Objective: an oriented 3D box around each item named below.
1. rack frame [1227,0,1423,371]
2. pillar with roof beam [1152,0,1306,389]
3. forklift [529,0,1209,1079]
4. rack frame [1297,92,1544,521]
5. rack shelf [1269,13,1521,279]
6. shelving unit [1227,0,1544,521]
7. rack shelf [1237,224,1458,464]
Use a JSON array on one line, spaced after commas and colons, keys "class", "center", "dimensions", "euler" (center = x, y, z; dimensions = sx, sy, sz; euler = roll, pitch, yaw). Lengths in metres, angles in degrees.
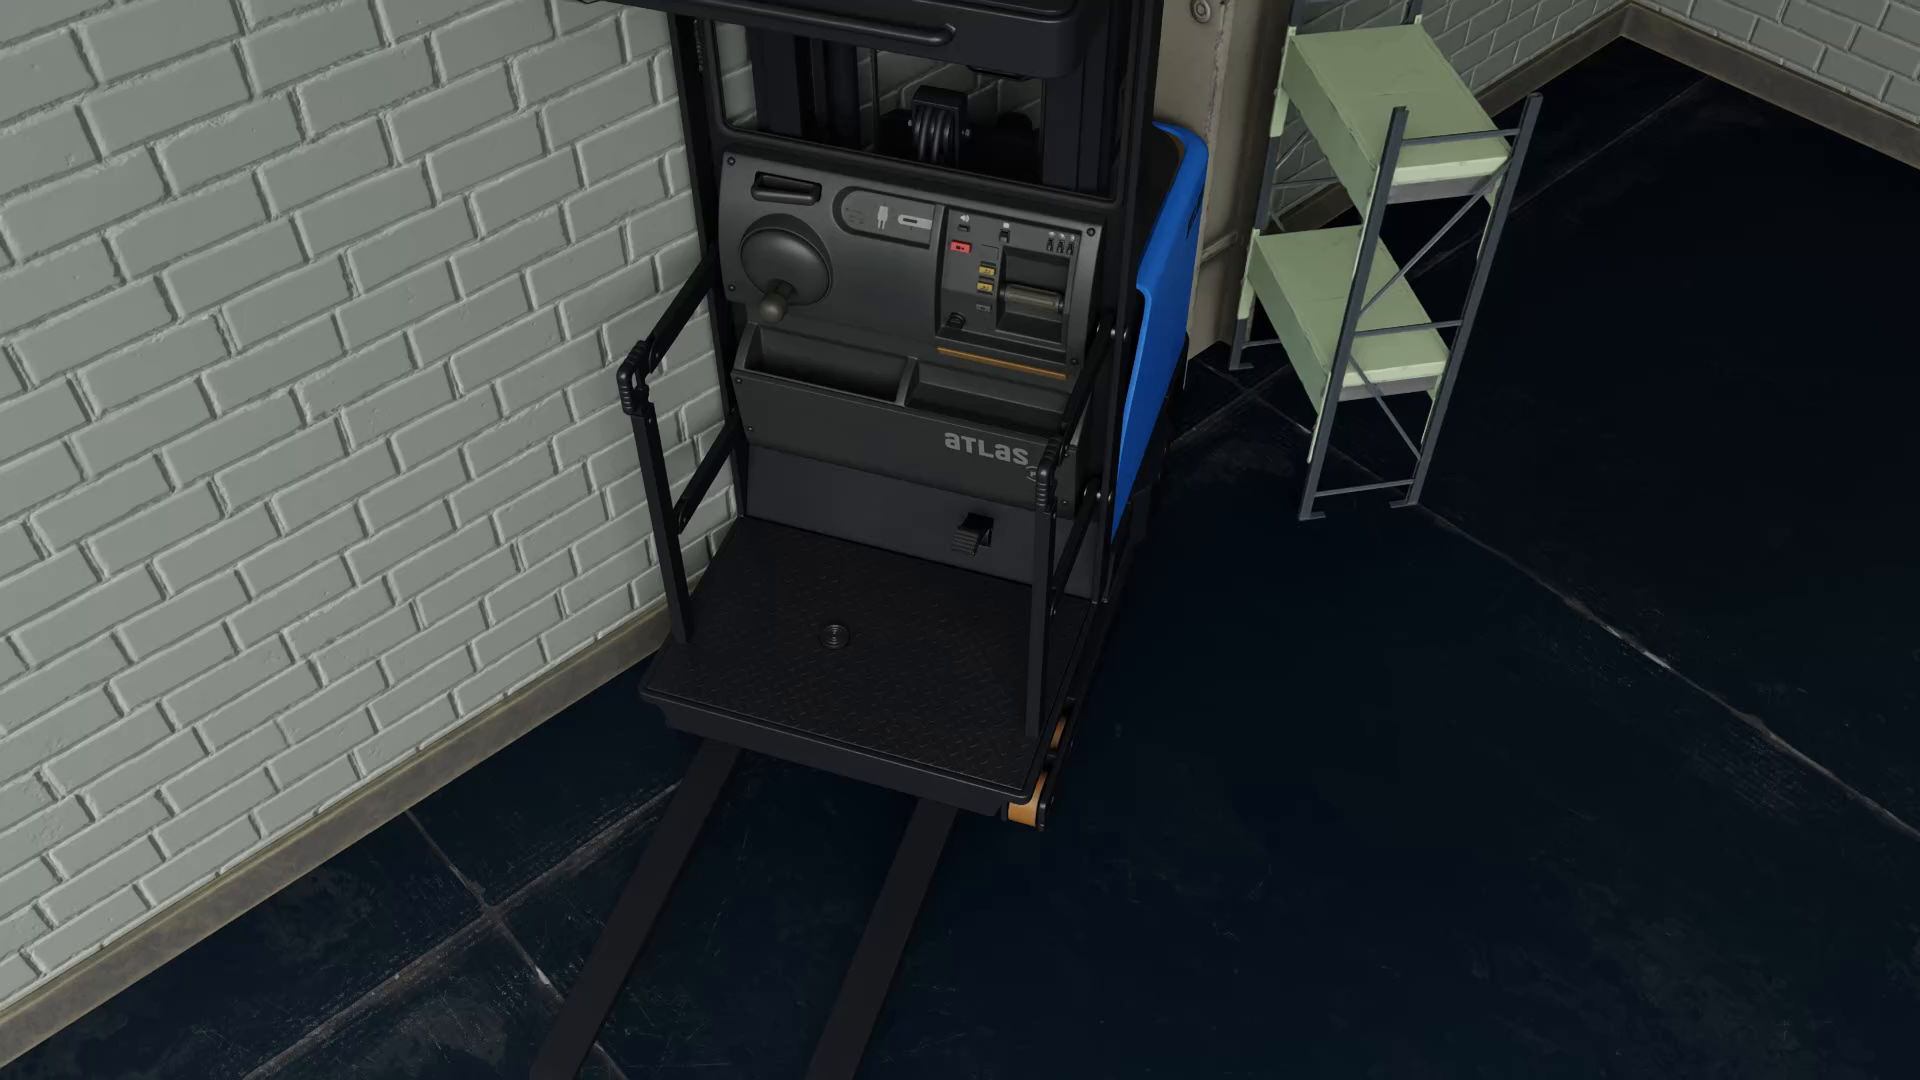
[{"class": "rack frame", "center": [1.141, -1.133, 5.270], "dimensions": [0.400, 1.500, 0.023], "euler": [-8, 48, -8]}, {"class": "pillar with roof beam", "center": [3.674, -1.390, 0.410], "dimensions": [0.400, 9.000, 9.100], "euler": [-34, 56, -27]}, {"class": "forklift", "center": [-0.195, -0.559, 3.772], "dimensions": [1.130, 2.935, 3.031], "euler": [14, 49, 12]}, {"class": "rack frame", "center": [1.285, -0.605, 4.783], "dimensions": [0.400, 1.500, 0.023], "euler": [-8, 48, -8]}, {"class": "rack shelf", "center": [1.218, -1.134, 4.740], "dimensions": [0.431, 0.370, 0.720], "euler": [-8, 48, -8]}, {"class": "shelving unit", "center": [1.213, -0.869, 5.026], "dimensions": [0.431, 1.500, 0.755], "euler": [-8, 48, -8]}, {"class": "rack shelf", "center": [1.208, -0.647, 5.265], "dimensions": [0.431, 0.370, 0.720], "euler": [-8, 48, -8]}]
